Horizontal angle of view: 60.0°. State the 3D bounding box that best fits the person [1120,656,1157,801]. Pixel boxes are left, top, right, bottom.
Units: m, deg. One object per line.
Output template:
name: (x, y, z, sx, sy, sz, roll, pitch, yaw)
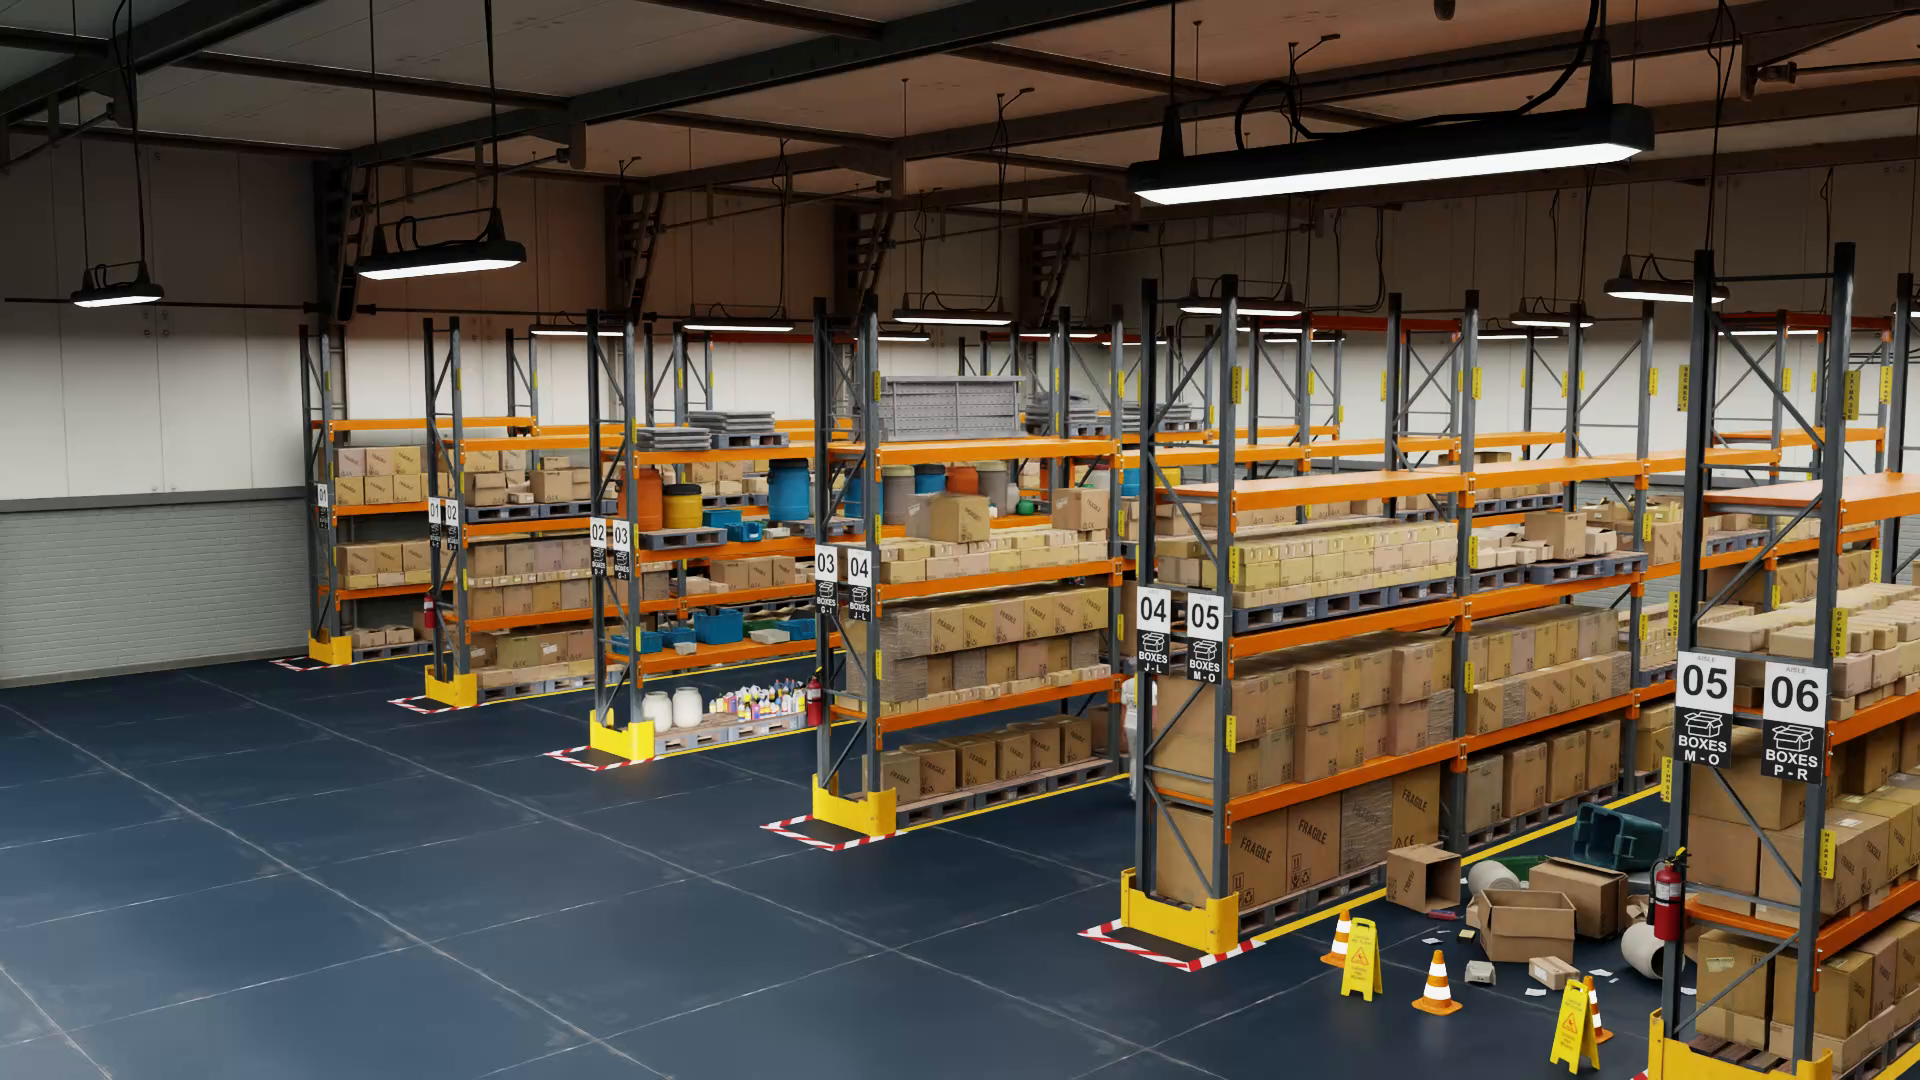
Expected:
person: (2.166, 2.282, 19.965, 0.584, 1.757, 0.544, 5, 8, 41)
